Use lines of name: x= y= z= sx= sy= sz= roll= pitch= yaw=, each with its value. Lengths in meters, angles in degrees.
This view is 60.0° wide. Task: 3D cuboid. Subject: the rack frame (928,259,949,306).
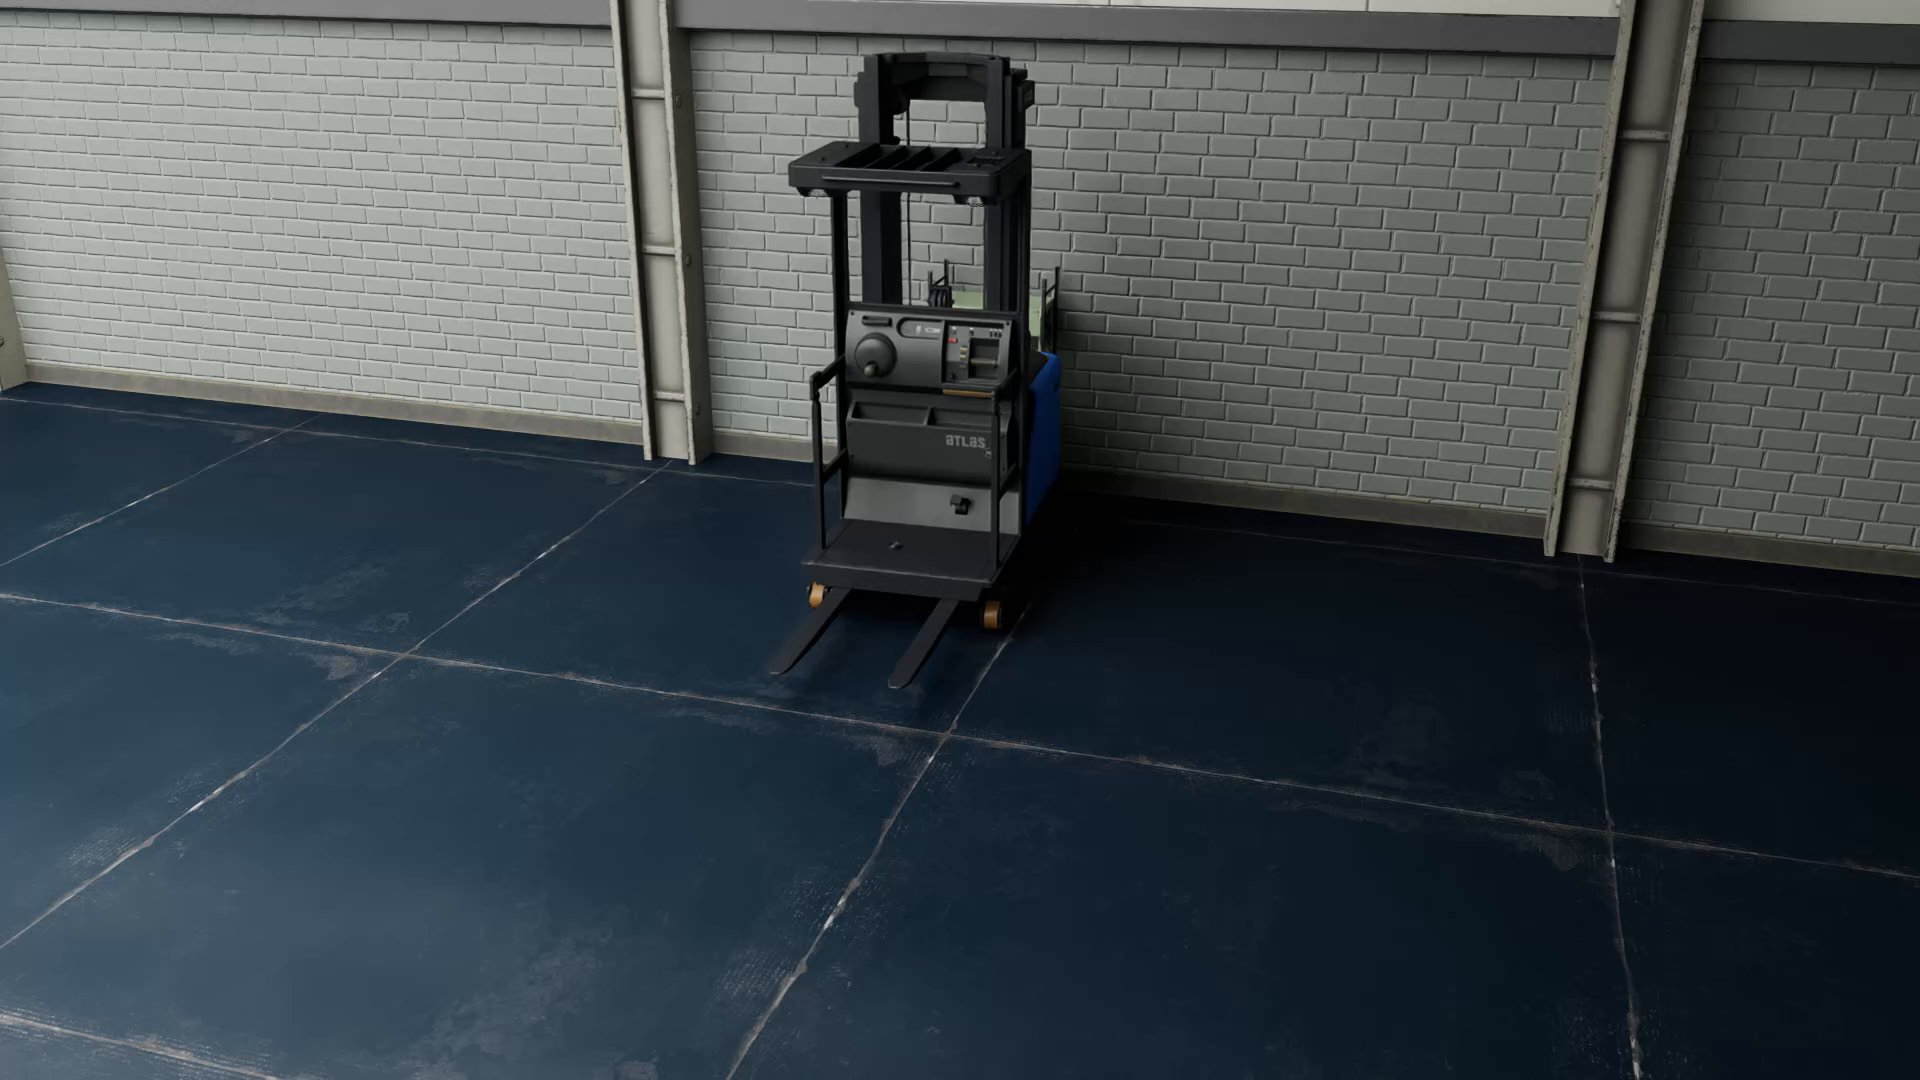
rack frame: x=-0.143 y=-1.045 z=10.821 sx=0.023 sy=1.500 sz=0.400 roll=6 pitch=22 yaw=15

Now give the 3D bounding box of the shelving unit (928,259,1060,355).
shelving unit: x=0.209 y=-1.006 z=10.729 sx=0.755 sy=1.500 sz=0.431 roll=6 pitch=22 yaw=15

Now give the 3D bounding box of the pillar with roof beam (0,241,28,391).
pillar with roof beam: x=-8.966 y=-3.856 z=7.813 sx=0.400 sy=9.000 sz=9.100 roll=7 pitch=23 yaw=16

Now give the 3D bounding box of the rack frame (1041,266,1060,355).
rack frame: x=0.561 y=-0.967 z=10.637 sx=0.023 sy=1.500 sz=0.400 roll=6 pitch=22 yaw=15

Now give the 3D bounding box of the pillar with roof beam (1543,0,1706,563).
pillar with roof beam: x=2.522 y=-2.541 z=4.606 sx=0.400 sy=9.000 sz=9.100 roll=7 pitch=23 yaw=16

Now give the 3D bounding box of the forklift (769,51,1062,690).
forklift: x=-0.226 y=-1.026 z=8.910 sx=1.130 sy=2.935 sz=3.031 roll=6 pitch=23 yaw=13

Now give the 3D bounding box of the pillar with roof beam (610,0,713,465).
pillar with roof beam: x=-3.222 y=-3.198 z=6.209 sx=0.400 sy=9.000 sz=9.100 roll=7 pitch=23 yaw=16

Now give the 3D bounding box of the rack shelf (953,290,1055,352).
rack shelf: x=0.213 y=-1.370 z=10.588 sx=0.720 sy=0.370 sz=0.431 roll=6 pitch=22 yaw=15
